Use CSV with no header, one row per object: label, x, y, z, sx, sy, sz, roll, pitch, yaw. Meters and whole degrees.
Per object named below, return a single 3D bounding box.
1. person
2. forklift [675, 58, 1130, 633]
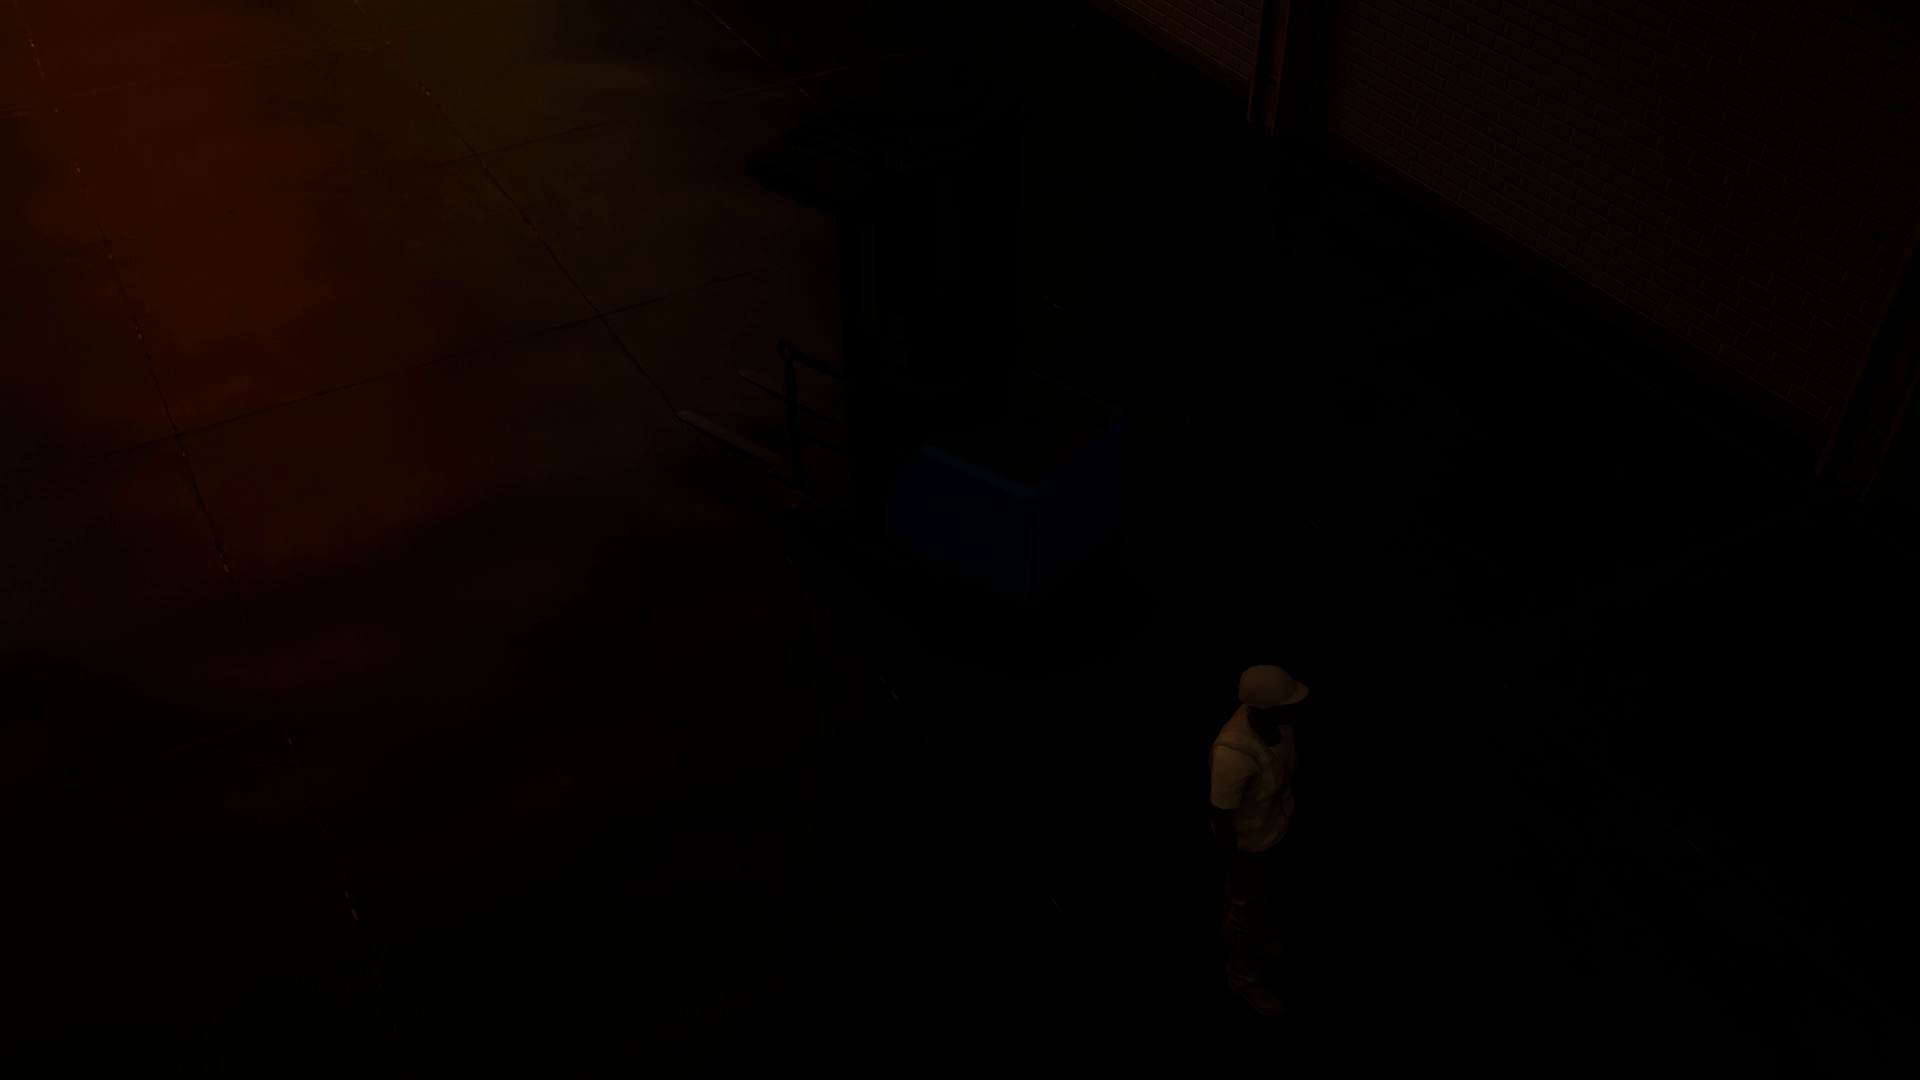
person,1.381,1.282,7.392,0.574,1.768,0.665,20,44,22
forklift,-0.481,-1.366,9.683,3.031,2.935,1.130,26,46,28
